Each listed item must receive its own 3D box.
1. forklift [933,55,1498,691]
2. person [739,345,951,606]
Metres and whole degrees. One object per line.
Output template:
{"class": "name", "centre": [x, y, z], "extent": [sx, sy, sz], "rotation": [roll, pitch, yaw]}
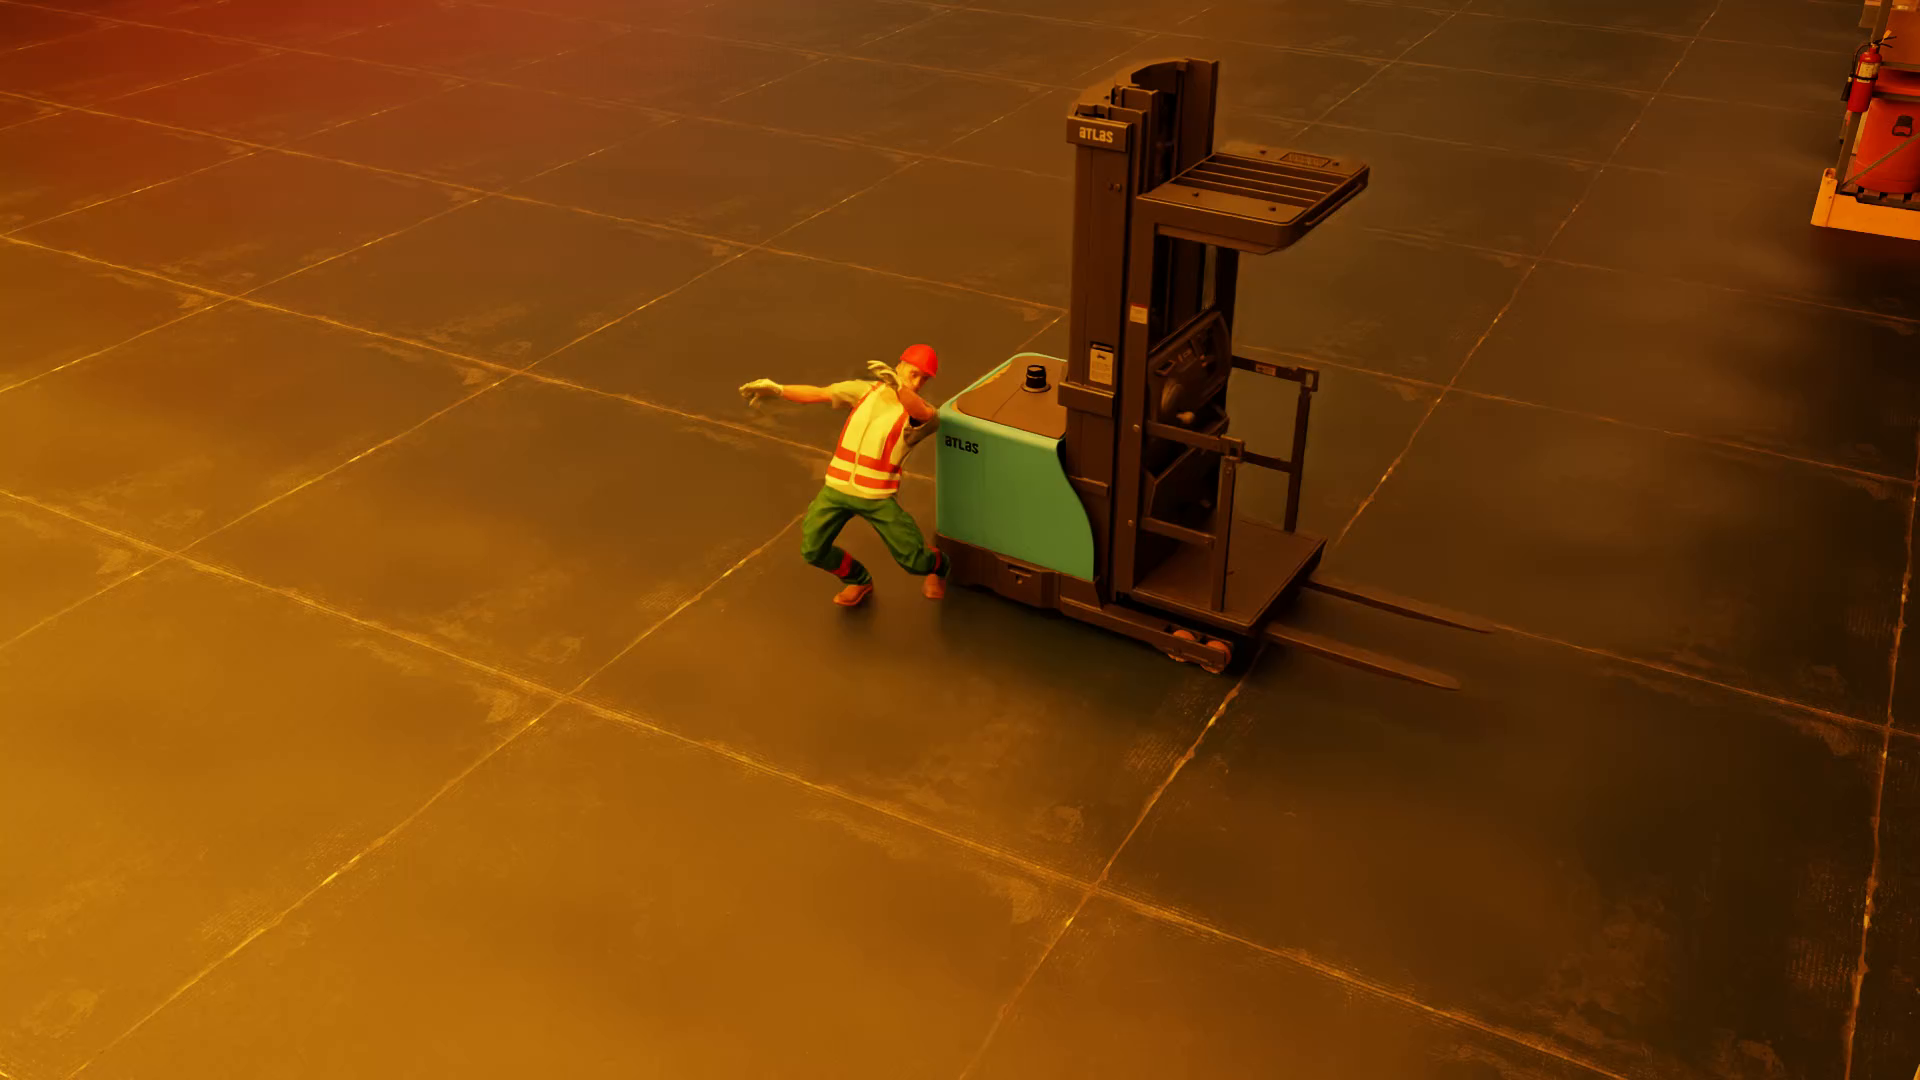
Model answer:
{"class": "forklift", "centre": [1.371, -0.871, 8.581], "extent": [3.031, 2.935, 1.130], "rotation": [17, 34, 27]}
{"class": "person", "centre": [-0.598, -0.390, 9.011], "extent": [1.079, 1.602, 0.694], "rotation": [10, 32, 17]}
